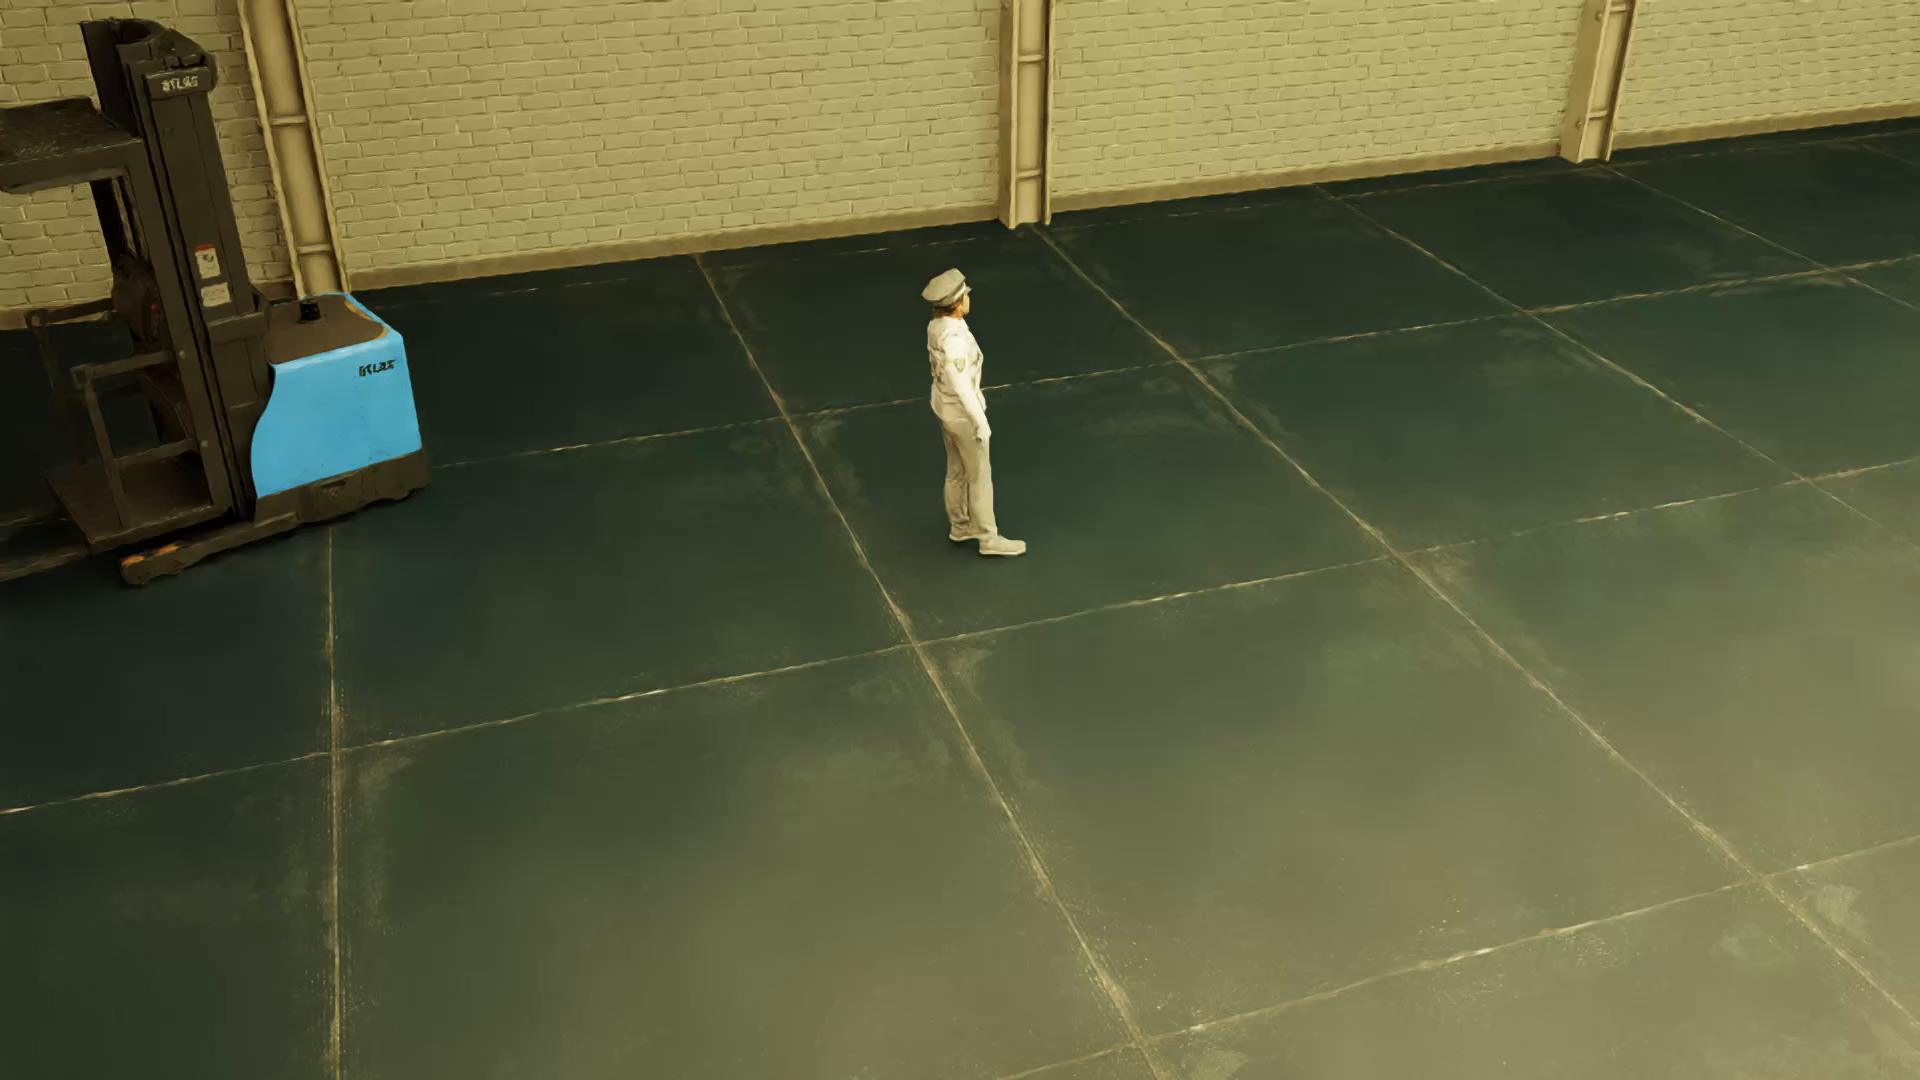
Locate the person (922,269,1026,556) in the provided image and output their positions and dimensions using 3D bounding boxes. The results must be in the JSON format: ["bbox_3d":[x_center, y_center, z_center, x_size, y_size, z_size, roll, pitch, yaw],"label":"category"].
[{"bbox_3d":[0.066,-0.748,9.612,0.532,1.695,0.586,-10,31,-16],"label":"person"}]

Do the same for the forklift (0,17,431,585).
[{"bbox_3d":[-4.825,-1.307,9.359,3.031,2.935,1.130,-22,36,-33],"label":"forklift"}]
